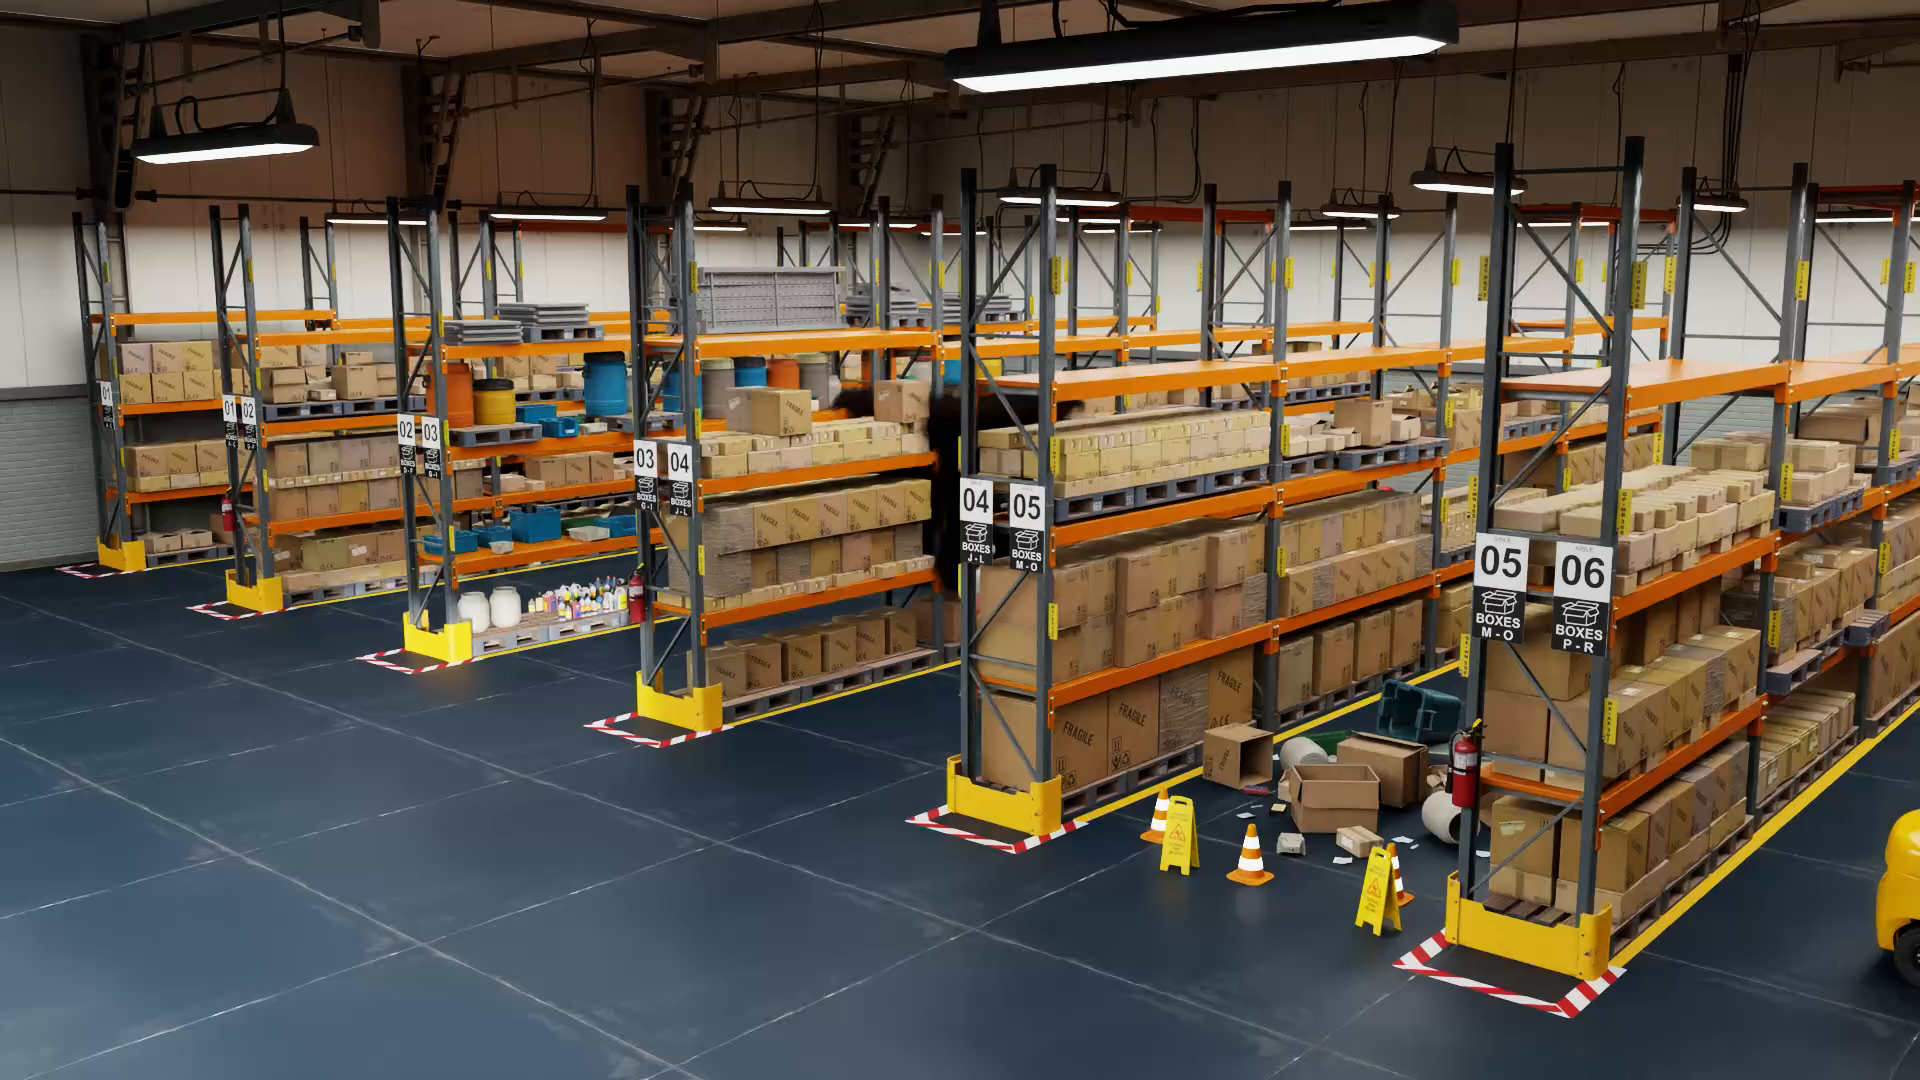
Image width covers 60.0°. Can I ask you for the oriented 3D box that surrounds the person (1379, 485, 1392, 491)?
[{"bbox_3d":[6.583,0.015,25.833,0.635,1.727,1.033,8,12,39],"label":"person"}]

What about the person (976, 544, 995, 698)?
[{"bbox_3d":[0.309,0.898,18.757,0.477,1.840,0.623,4,10,22],"label":"person"}]
